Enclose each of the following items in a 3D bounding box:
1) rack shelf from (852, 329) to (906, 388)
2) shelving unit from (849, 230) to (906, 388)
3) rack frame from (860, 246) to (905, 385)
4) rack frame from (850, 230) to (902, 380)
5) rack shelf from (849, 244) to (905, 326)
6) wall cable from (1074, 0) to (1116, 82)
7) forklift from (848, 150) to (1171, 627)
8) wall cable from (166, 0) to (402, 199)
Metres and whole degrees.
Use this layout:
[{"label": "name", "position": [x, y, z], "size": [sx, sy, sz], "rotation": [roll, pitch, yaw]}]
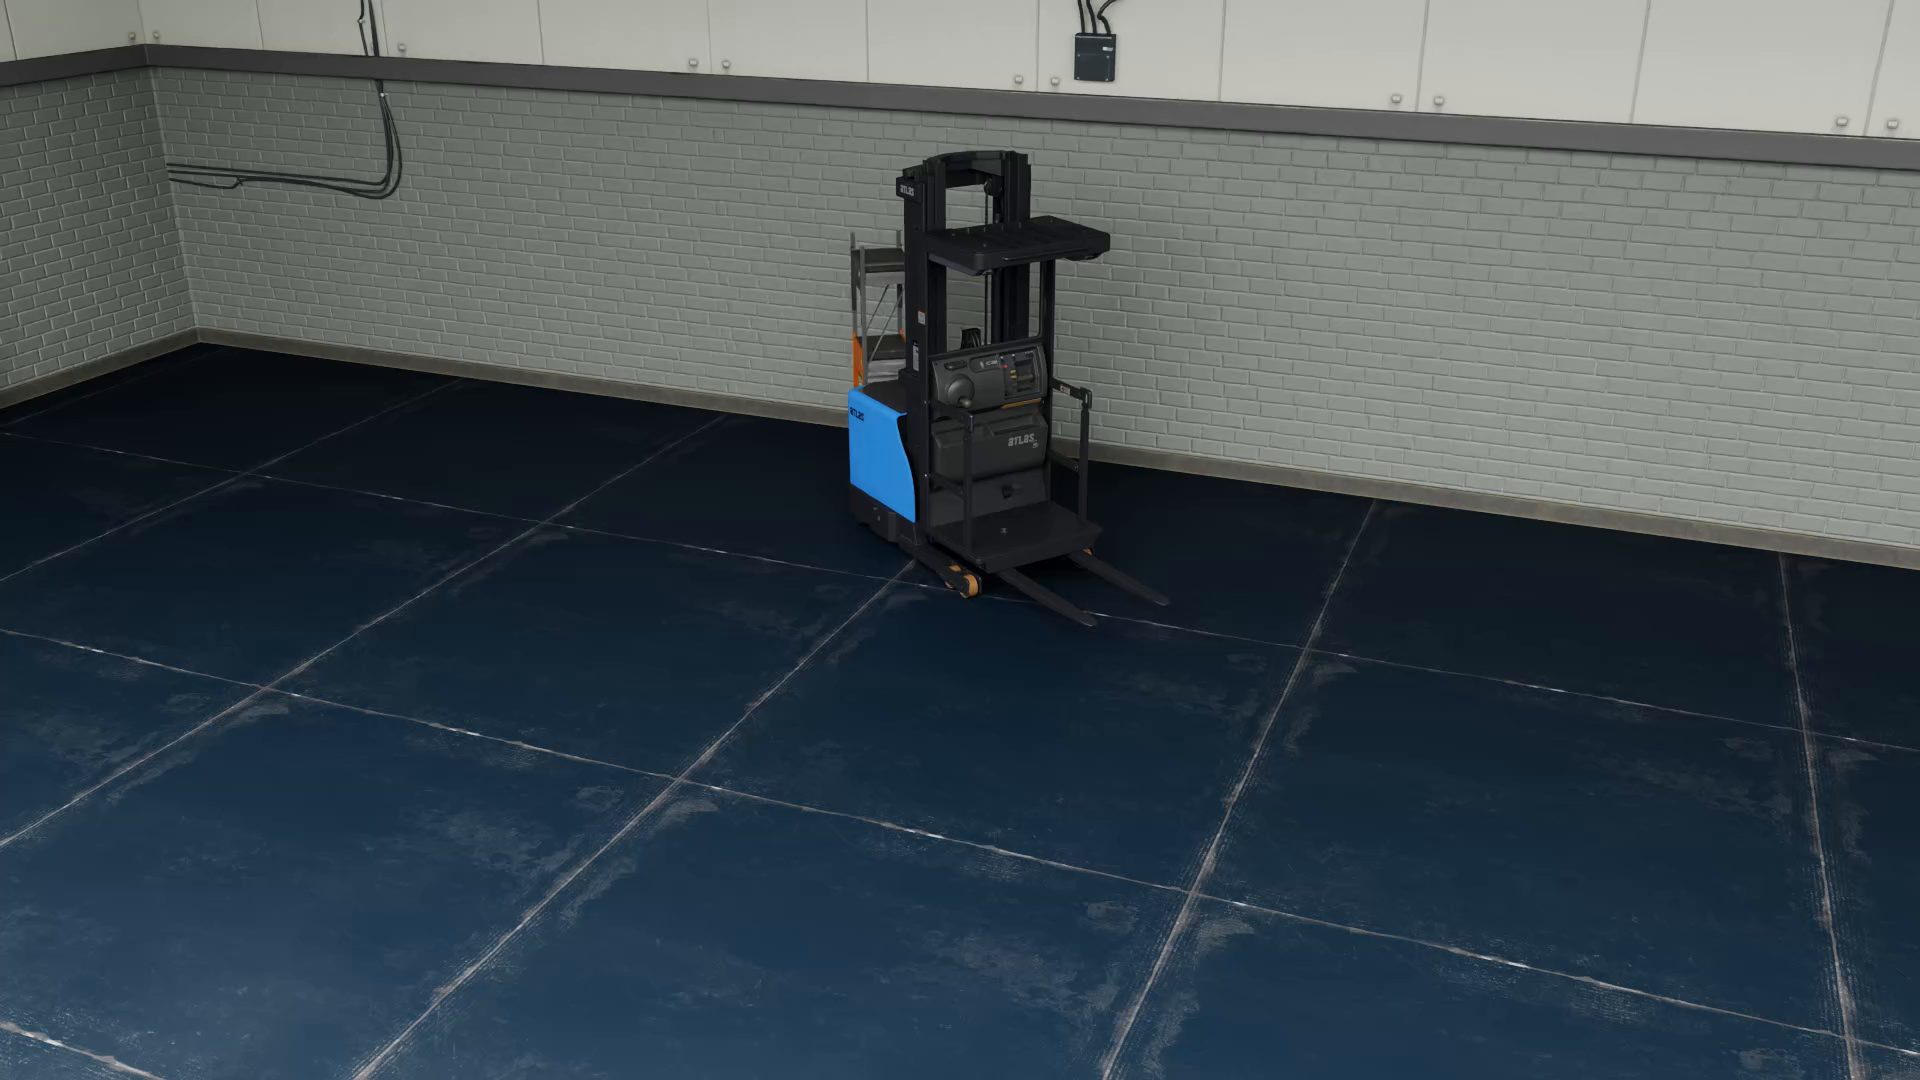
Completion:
[{"label": "rack shelf", "position": [-0.616, -1.363, 13.325], "size": [0.431, 0.518, 0.480], "rotation": [-5, 23, -11]}, {"label": "shelving unit", "position": [-0.616, -1.376, 13.319], "size": [0.431, 2.100, 0.503], "rotation": [-5, 23, -11]}, {"label": "rack frame", "position": [-0.566, -1.284, 13.099], "size": [0.400, 2.100, 0.015], "rotation": [-5, 23, -11]}, {"label": "rack frame", "position": [-0.667, -1.468, 13.540], "size": [0.400, 2.100, 0.015], "rotation": [-5, 23, -11]}, {"label": "rack shelf", "position": [-0.616, -2.009, 13.055], "size": [0.431, 0.518, 0.480], "rotation": [-5, 23, -11]}, {"label": "wall cable", "position": [1.986, -6.263, 11.657], "size": [2.305, 6.003, 0.169], "rotation": [9, 24, 20]}, {"label": "forklift", "position": [0.331, -1.149, 11.698], "size": [1.130, 2.935, 3.031], "rotation": [-14, 26, -29]}, {"label": "wall cable", "position": [-6.822, -4.626, 16.179], "size": [3.097, 2.526, 0.112], "rotation": [9, 24, 20]}]
